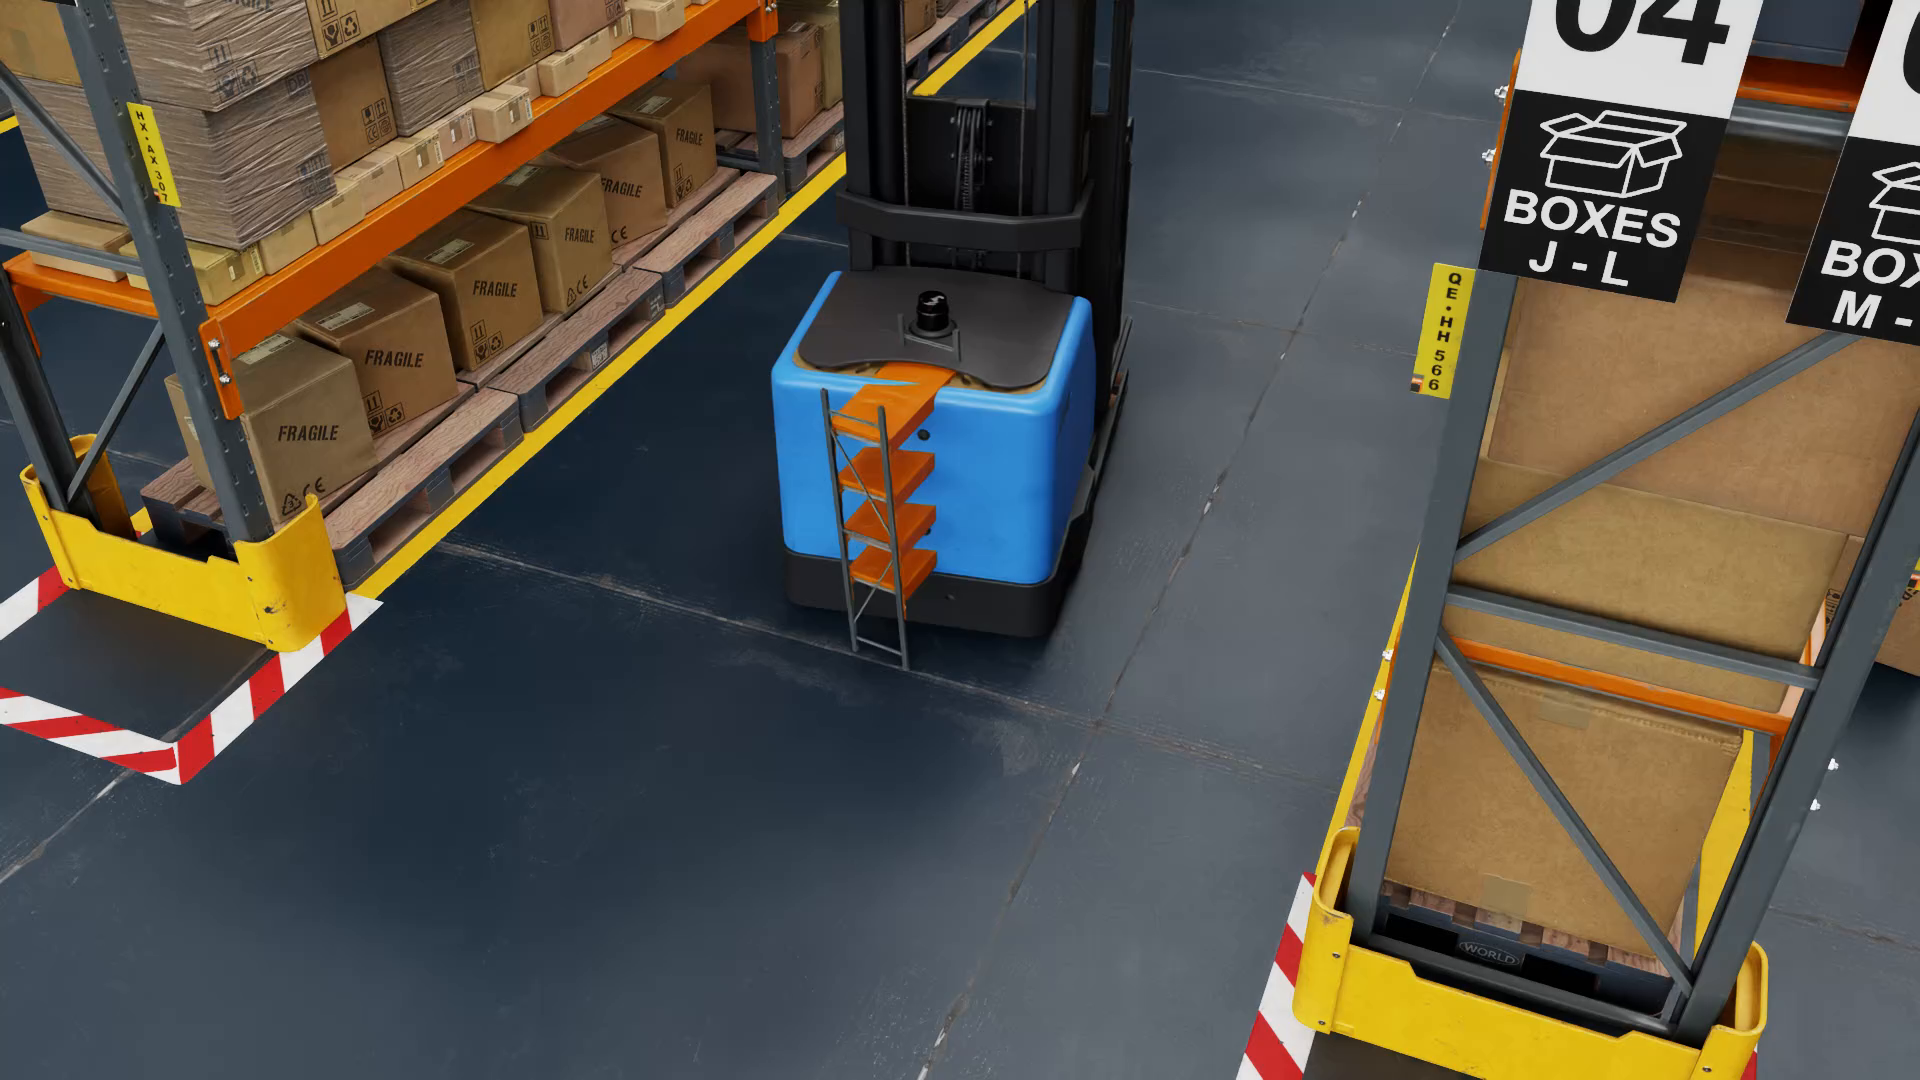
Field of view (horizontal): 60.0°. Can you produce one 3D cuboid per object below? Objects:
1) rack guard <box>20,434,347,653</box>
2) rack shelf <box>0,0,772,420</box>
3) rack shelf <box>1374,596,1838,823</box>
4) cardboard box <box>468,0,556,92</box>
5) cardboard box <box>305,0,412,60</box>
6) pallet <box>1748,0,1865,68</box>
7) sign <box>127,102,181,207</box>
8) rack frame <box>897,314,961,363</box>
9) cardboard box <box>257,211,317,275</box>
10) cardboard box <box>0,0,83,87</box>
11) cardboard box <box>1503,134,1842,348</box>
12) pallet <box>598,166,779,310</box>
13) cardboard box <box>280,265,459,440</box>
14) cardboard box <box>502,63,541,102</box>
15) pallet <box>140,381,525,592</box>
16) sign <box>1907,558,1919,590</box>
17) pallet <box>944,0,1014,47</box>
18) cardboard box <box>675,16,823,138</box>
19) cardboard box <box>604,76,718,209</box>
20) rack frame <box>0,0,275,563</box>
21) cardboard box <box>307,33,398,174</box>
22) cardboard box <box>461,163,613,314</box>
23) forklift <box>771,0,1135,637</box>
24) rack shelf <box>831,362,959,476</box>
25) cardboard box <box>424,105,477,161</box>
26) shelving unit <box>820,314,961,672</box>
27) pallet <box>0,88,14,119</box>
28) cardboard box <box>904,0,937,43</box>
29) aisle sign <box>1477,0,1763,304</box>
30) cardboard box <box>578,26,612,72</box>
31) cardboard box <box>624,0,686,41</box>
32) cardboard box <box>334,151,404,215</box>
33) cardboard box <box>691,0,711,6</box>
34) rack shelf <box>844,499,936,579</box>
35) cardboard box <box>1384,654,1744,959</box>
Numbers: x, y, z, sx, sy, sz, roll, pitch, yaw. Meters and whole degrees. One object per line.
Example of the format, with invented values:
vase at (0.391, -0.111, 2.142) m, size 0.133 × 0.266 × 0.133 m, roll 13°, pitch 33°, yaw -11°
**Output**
rack guard at (-2.946, 0.003, 6.328) m, size 1.175 × 0.500 × 0.348 m, roll 14°, pitch 39°, yaw 18°
rack shelf at (-2.214, -1.775, 7.221) m, size 1.077 × 0.370 × 4.000 m, roll 14°, pitch 39°, yaw 18°
rack shelf at (2.334, -0.589, 5.634) m, size 1.077 × 0.370 × 4.000 m, roll 14°, pitch 39°, yaw 18°
cardboard box at (-2.230, -2.259, 6.935) m, size 0.875 × 0.500 × 0.500 m, roll 14°, pitch 39°, yaw 18°
cardboard box at (-2.317, -2.033, 5.798) m, size 0.500 × 0.500 × 0.500 m, roll 14°, pitch 39°, yaw 18°
pallet at (1.846, -1.349, 3.618) m, size 1.003 × 0.211 × 1.213 m, roll 14°, pitch 39°, yaw 18°
sign at (-2.473, -1.179, 5.099) m, size 0.100 × 0.325 × 0.005 m, roll 14°, pitch 39°, yaw 18°
rack frame at (-0.080, -0.289, 6.082) m, size 0.240 × 1.200 × 0.015 m, roll 18°, pitch 45°, yaw 24°
cardboard box at (-2.533, -1.093, 5.917) m, size 0.380 × 0.149 × 0.250 m, roll 14°, pitch 39°, yaw 18°
cardboard box at (-2.994, -1.877, 5.588) m, size 0.500 × 0.500 × 0.500 m, roll 14°, pitch 39°, yaw 18°
cardboard box at (1.874, -0.785, 4.268) m, size 0.875 × 0.550 × 0.550 m, roll 14°, pitch 39°, yaw 18°
pallet at (-1.676, -1.674, 8.813) m, size 1.003 × 0.211 × 1.213 m, roll 14°, pitch 39°, yaw 18°
cardboard box at (-2.526, -0.804, 7.057) m, size 0.500 × 0.500 × 0.500 m, roll 25°, pitch 43°, yaw 29°
cardboard box at (-2.013, -1.936, 7.045) m, size 0.380 × 0.149 × 0.250 m, roll 14°, pitch 39°, yaw 18°
pallet at (-2.604, -0.323, 7.006) m, size 1.003 × 0.211 × 1.213 m, roll 14°, pitch 39°, yaw 18°
sign at (2.084, -0.019, 3.481) m, size 0.100 × 0.325 × 0.005 m, roll 14°, pitch 39°, yaw 18°
pallet at (-0.230, -3.836, 11.706) m, size 1.003 × 0.211 × 1.213 m, roll 14°, pitch 39°, yaw 18°
cardboard box at (-1.200, -2.681, 9.552) m, size 0.700 × 0.500 × 0.500 m, roll 11°, pitch 38°, yaw 14°
cardboard box at (-1.642, -2.125, 8.825) m, size 0.500 × 0.500 × 0.500 m, roll 13°, pitch 39°, yaw 16°
rack frame at (-2.975, -0.956, 5.524) m, size 1.000 × 3.000 × 0.127 m, roll 14°, pitch 39°, yaw 18°
cardboard box at (-2.661, -1.718, 6.211) m, size 0.875 × 0.500 × 0.500 m, roll 14°, pitch 39°, yaw 18°
cardboard box at (-2.017, -1.445, 7.915) m, size 0.500 × 0.500 × 0.500 m, roll 11°, pitch 38°, yaw 14°
forklift at (0.147, -1.697, 6.572) m, size 1.130 × 2.935 × 3.031 m, roll 8°, pitch 37°, yaw 10°
rack shelf at (-0.219, -0.444, 5.669) m, size 0.258 × 0.148 × 0.480 m, roll 18°, pitch 45°, yaw 24°
cardboard box at (-2.177, -1.653, 6.665) m, size 0.380 × 0.149 × 0.250 m, roll 14°, pitch 39°, yaw 18°
shelving unit at (-0.200, -0.146, 5.925) m, size 0.258 × 1.200 × 0.503 m, roll 18°, pitch 45°, yaw 24°
pallet at (-6.328, -2.820, 10.346) m, size 1.003 × 0.211 × 1.213 m, roll 14°, pitch 39°, yaw 18°
cardboard box at (-0.576, -3.559, 10.727) m, size 0.700 × 0.500 × 0.500 m, roll 17°, pitch 40°, yaw 21°
aisle sign at (1.269, -0.841, 3.198) m, size 0.394 × 0.787 × 0.004 m, roll 14°, pitch 39°, yaw 18°
cardboard box at (-1.785, -2.203, 7.402) m, size 0.380 × 0.149 × 0.250 m, roll 14°, pitch 39°, yaw 18°
cardboard box at (-1.510, -2.459, 7.745) m, size 0.380 × 0.149 × 0.250 m, roll 14°, pitch 39°, yaw 18°
cardboard box at (-2.348, -1.371, 6.289) m, size 0.380 × 0.149 × 0.250 m, roll 14°, pitch 39°, yaw 18°
cardboard box at (-1.367, -2.748, 8.131) m, size 0.380 × 0.149 × 0.250 m, roll 14°, pitch 39°, yaw 18°
rack shelf at (-0.197, -0.095, 5.968) m, size 0.258 × 0.148 × 0.480 m, roll 18°, pitch 45°, yaw 24°
cardboard box at (1.770, 0.522, 4.970) m, size 0.875 × 0.875 × 0.875 m, roll 14°, pitch 39°, yaw 18°
